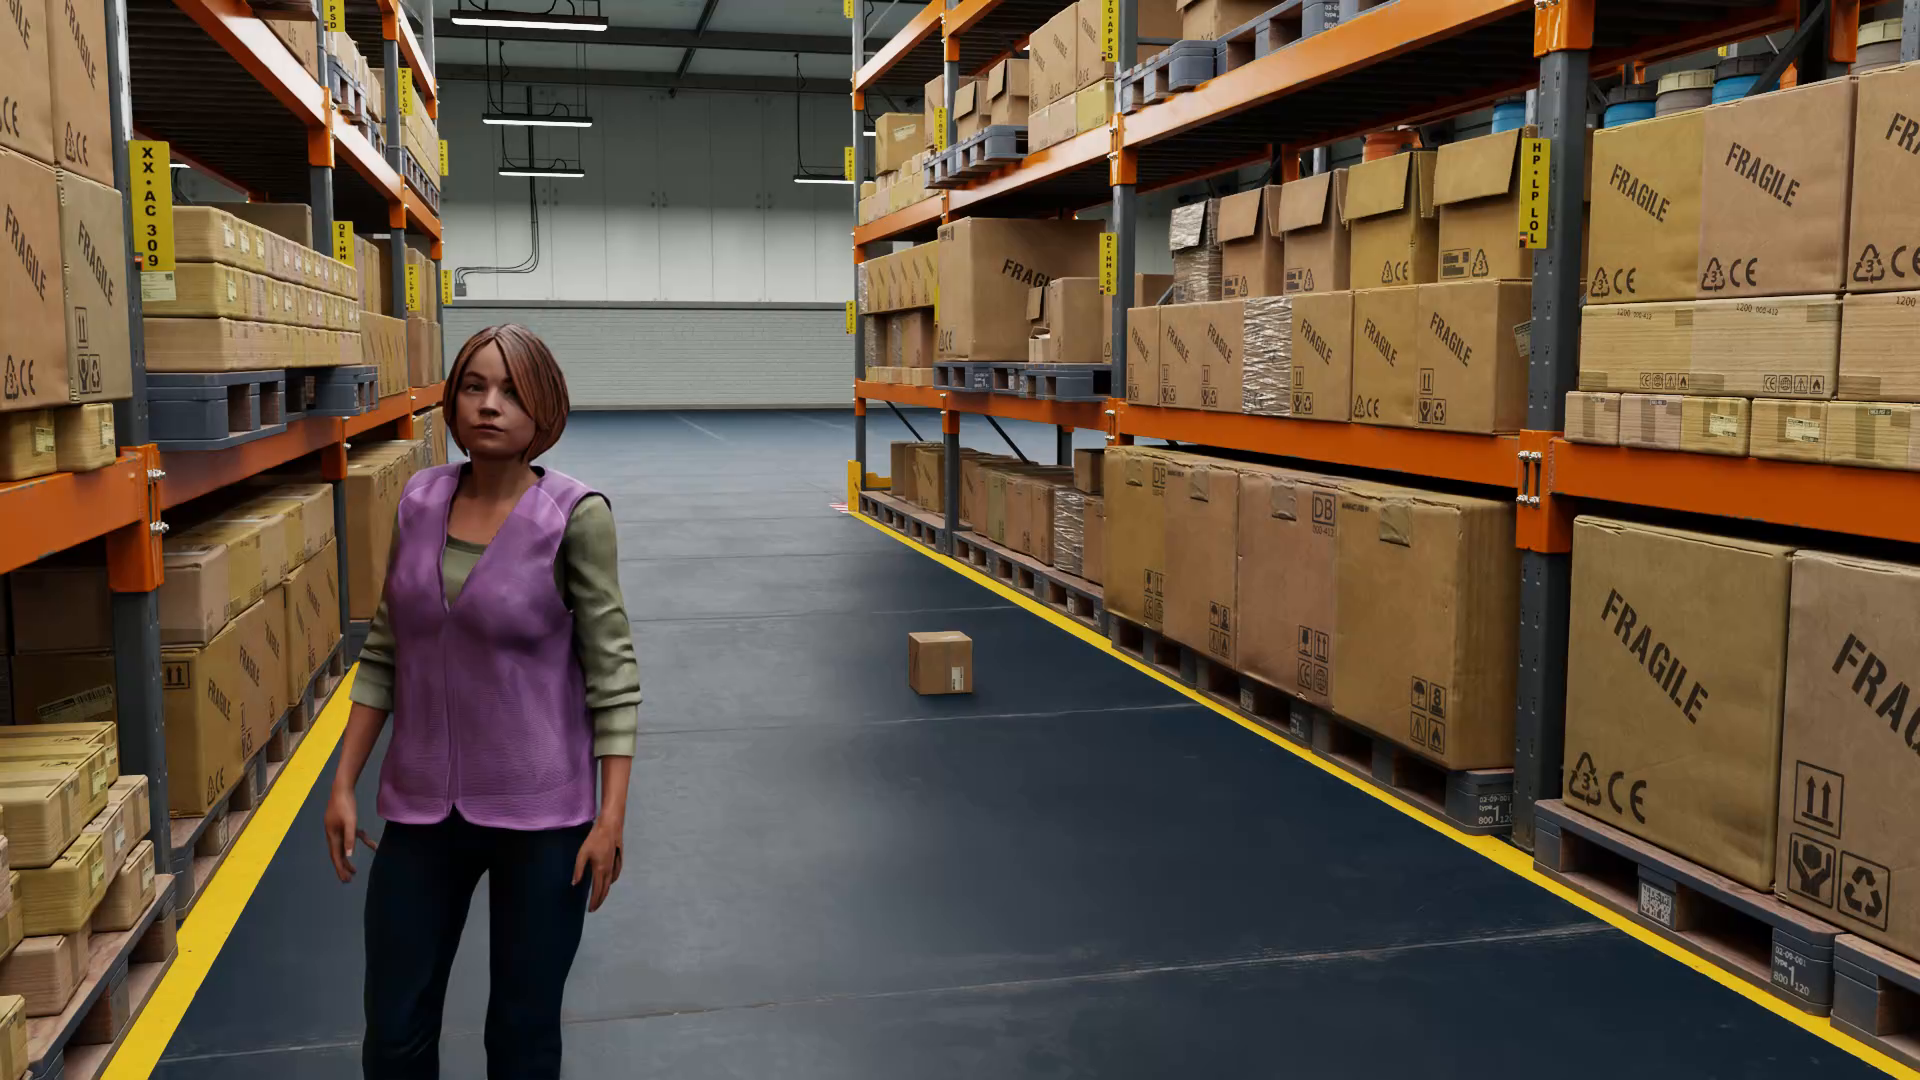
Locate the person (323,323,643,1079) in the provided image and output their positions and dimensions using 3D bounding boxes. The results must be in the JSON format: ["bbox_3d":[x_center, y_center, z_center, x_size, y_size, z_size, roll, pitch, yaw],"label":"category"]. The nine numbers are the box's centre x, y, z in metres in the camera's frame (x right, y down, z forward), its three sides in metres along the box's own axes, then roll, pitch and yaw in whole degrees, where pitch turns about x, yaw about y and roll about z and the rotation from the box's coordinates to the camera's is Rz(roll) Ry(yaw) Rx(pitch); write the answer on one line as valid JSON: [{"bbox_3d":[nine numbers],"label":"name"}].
[{"bbox_3d":[-0.773,0.465,2.598,0.508,1.601,0.466,1,6,8],"label":"person"}]
